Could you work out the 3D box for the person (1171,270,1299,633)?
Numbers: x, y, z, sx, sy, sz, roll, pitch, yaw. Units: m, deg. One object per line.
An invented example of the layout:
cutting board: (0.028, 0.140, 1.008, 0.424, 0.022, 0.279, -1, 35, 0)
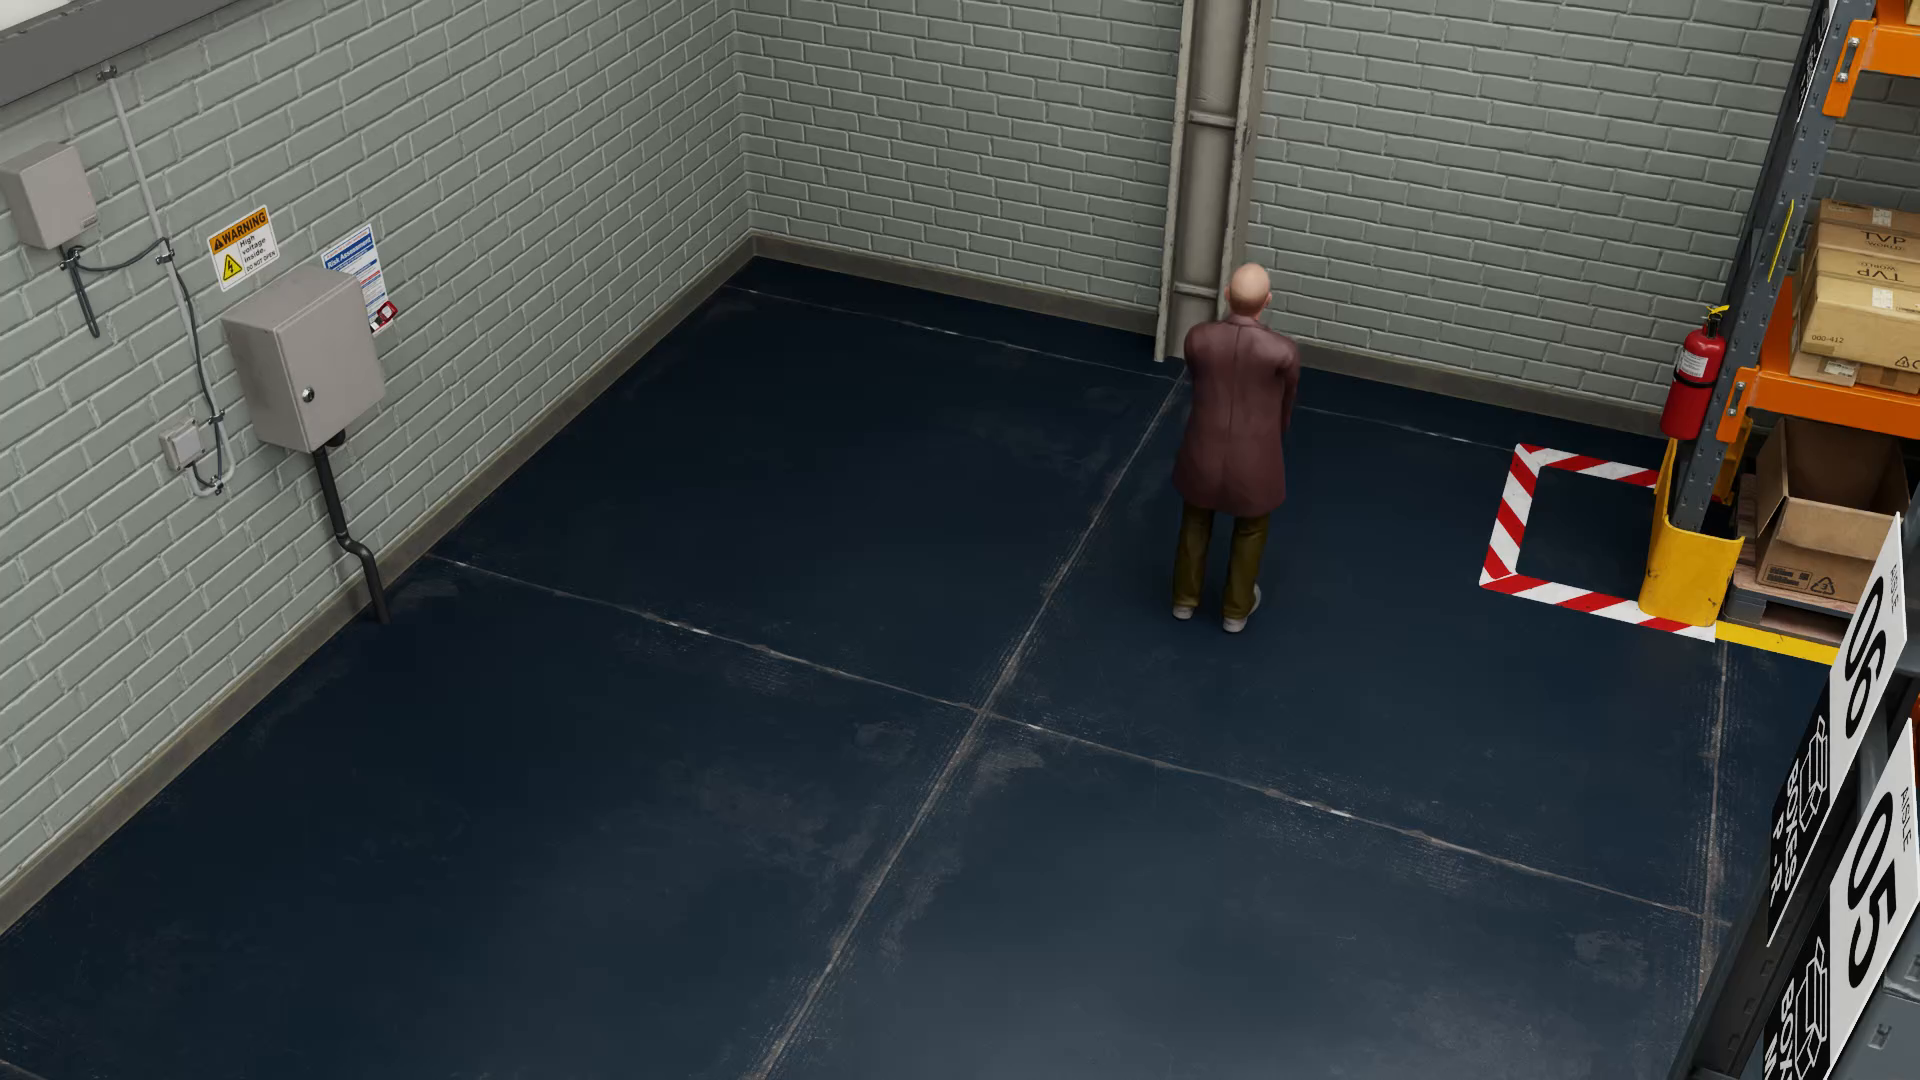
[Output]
person: (1.233, -0.442, 7.422, 0.526, 1.780, 0.560, 13, 39, 17)
